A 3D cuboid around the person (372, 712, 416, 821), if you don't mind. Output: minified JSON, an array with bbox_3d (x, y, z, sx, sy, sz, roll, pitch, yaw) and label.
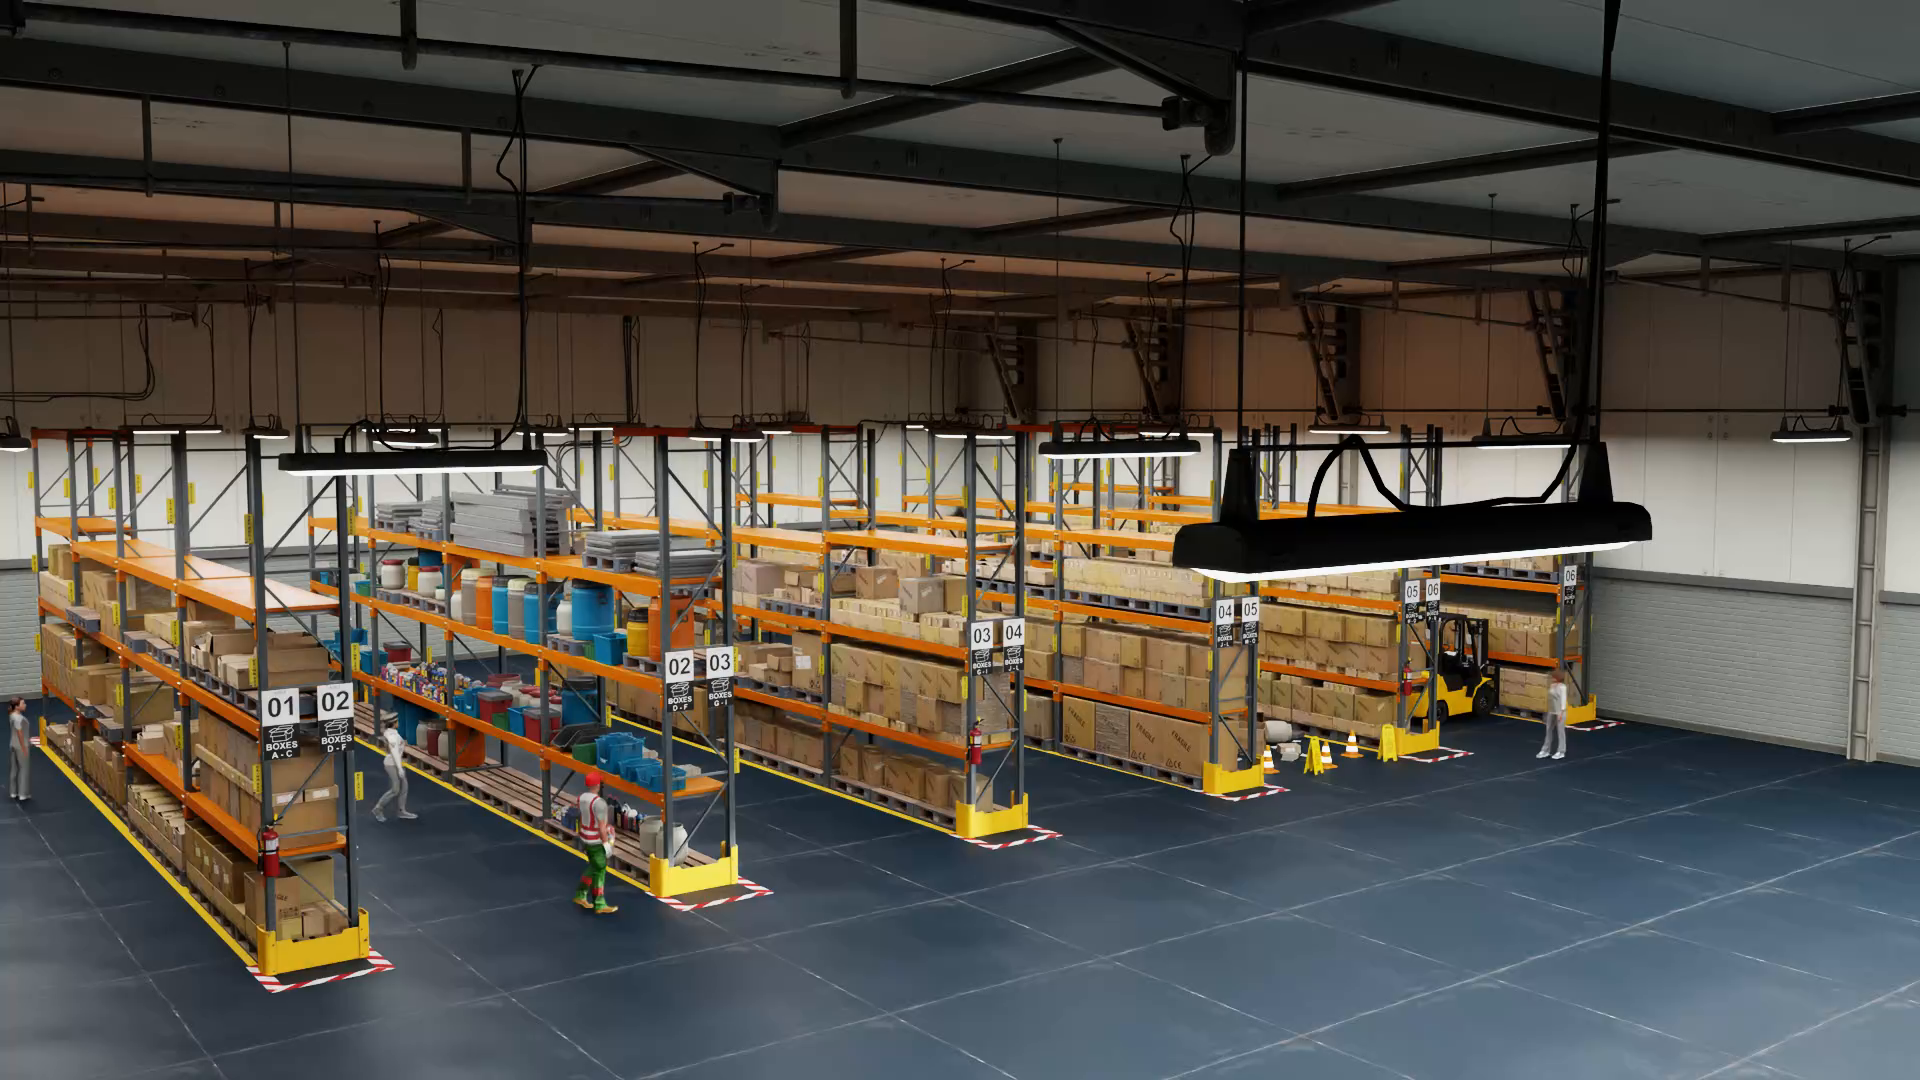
[{"bbox_3d":[-8.770,3.497,25.715,0.631,1.684,0.514,-1,5,-10],"label":"person"}]

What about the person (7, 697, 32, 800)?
[{"bbox_3d":[-15.267,3.370,27.018,0.501,1.681,0.366,3,6,36],"label":"person"}]

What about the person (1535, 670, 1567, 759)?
[{"bbox_3d":[10.771,3.167,30.161,0.458,1.619,0.452,-2,5,-26],"label":"person"}]

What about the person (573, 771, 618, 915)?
[{"bbox_3d":[-4.589,3.798,20.931,0.480,1.801,0.608,-3,5,-32],"label":"person"}]
